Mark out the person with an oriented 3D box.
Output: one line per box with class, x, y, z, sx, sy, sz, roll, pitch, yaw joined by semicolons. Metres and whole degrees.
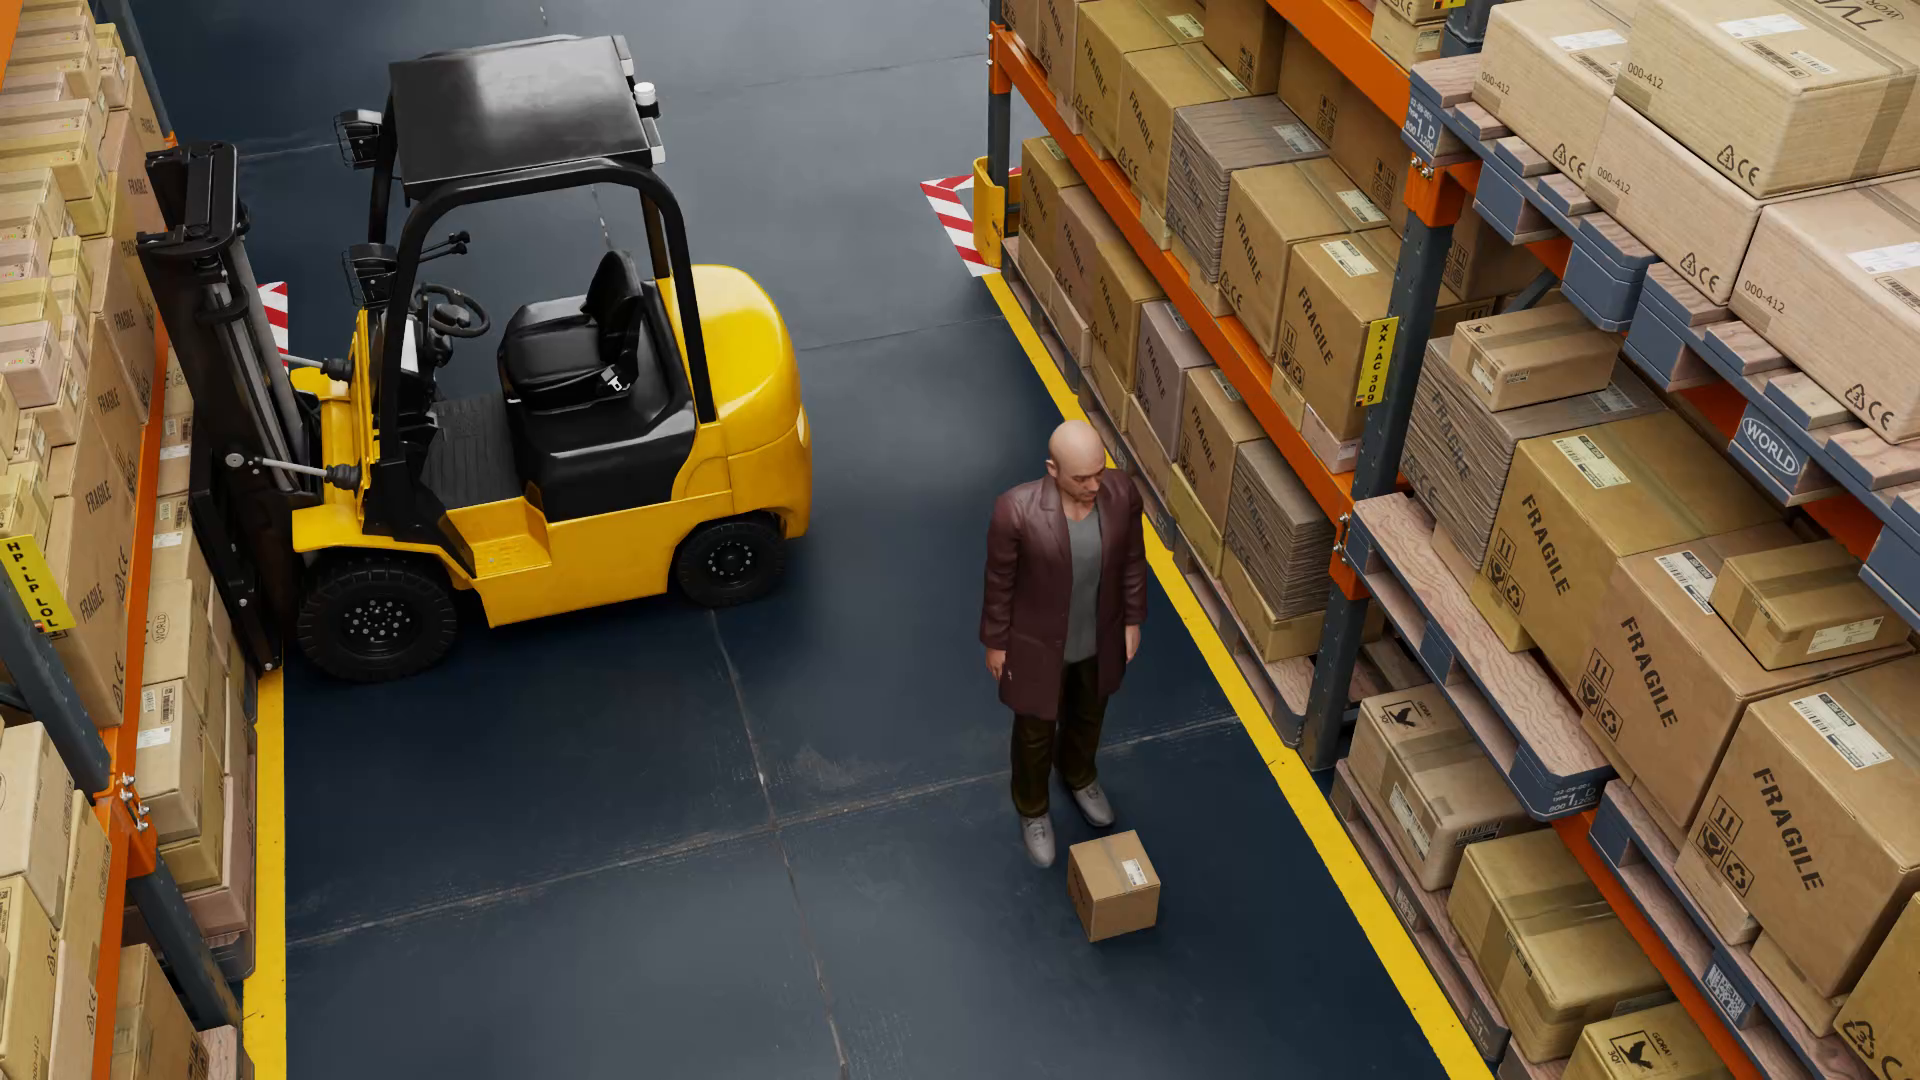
person;0.390;0.372;5.740;0.602;1.808;0.453;-14;44;-16
